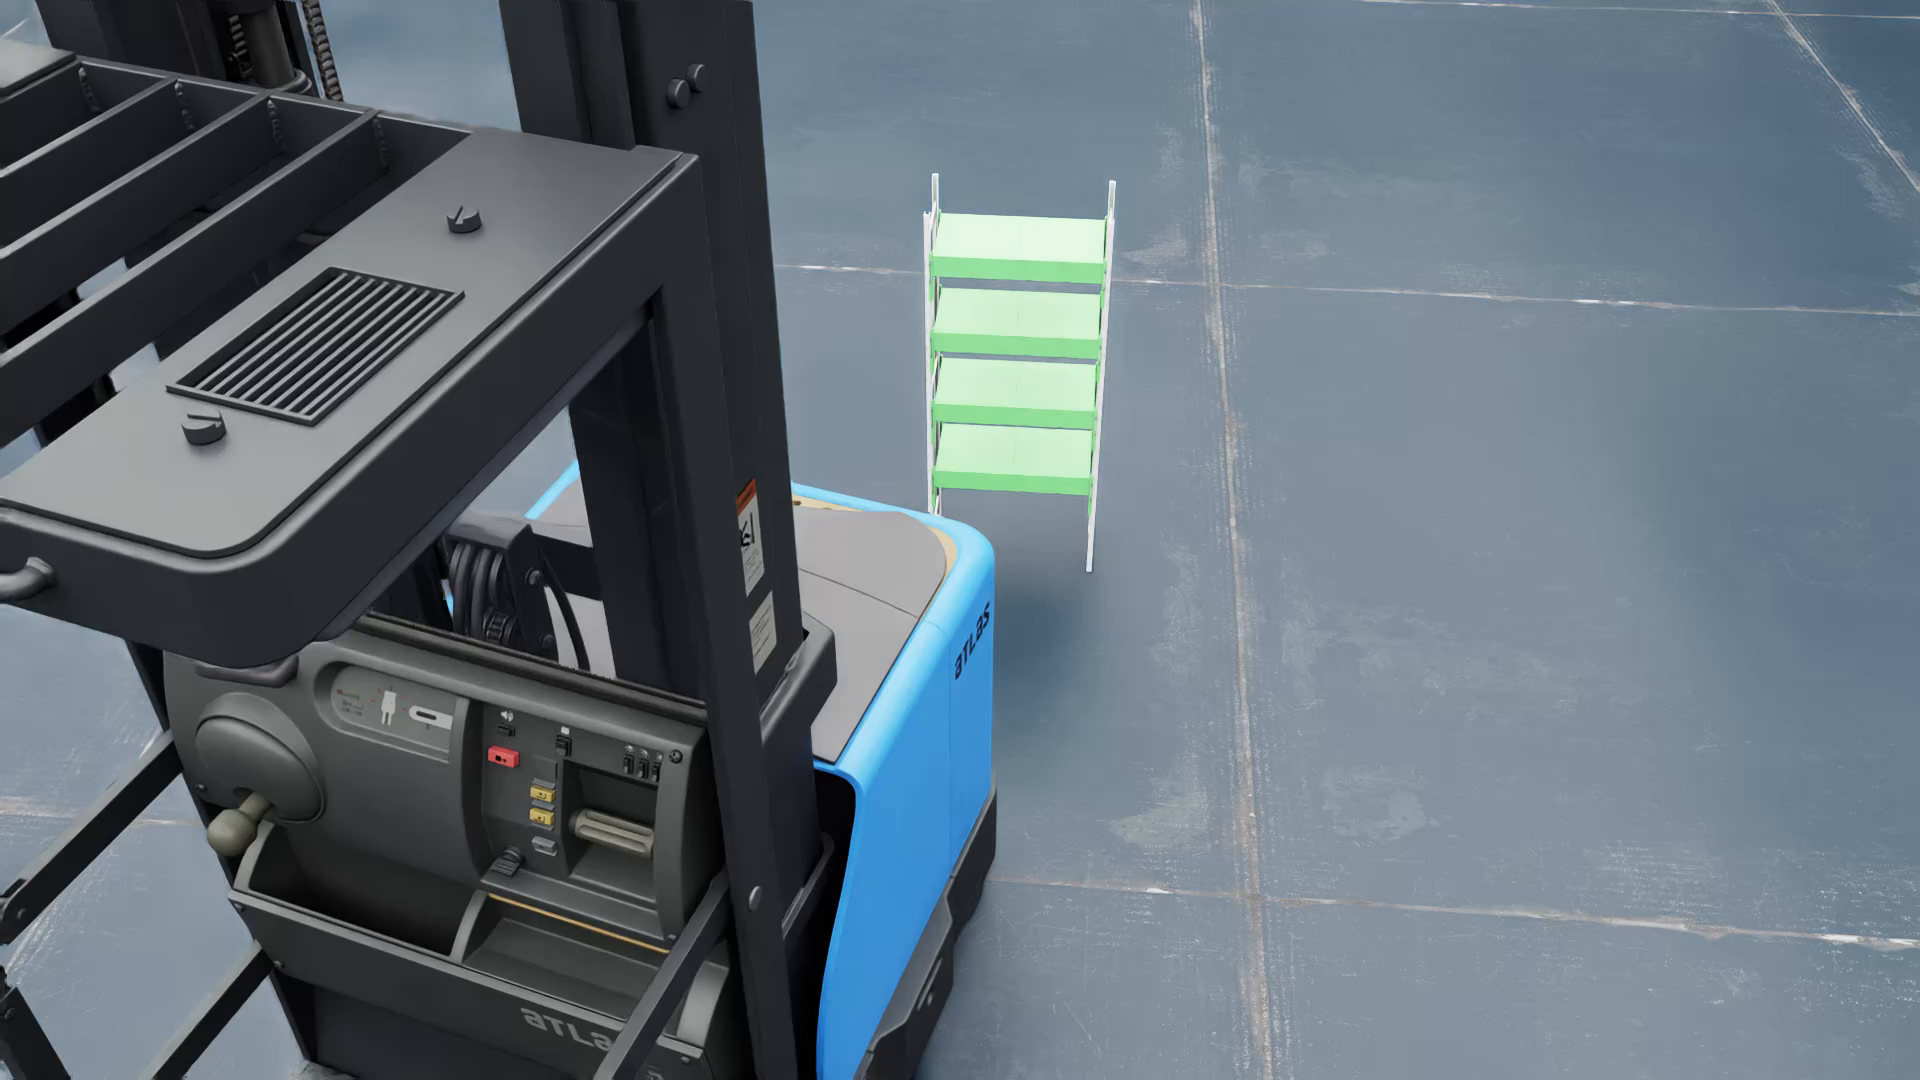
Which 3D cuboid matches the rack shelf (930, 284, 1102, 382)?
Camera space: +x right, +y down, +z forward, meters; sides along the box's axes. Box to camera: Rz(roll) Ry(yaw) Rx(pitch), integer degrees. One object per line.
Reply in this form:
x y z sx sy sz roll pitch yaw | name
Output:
0.165 -0.593 4.749 0.480 0.148 0.258 3 39 4 | rack shelf

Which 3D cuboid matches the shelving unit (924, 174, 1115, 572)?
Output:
0.165 -0.456 4.860 0.503 1.200 0.258 3 39 4 | shelving unit

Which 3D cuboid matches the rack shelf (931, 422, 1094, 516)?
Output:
0.165 -0.221 5.052 0.480 0.148 0.258 3 39 4 | rack shelf

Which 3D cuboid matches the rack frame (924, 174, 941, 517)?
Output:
-0.078 -0.470 4.876 0.015 1.200 0.240 3 39 4 | rack frame

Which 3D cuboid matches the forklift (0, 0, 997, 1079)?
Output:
-0.900 0.435 2.394 1.130 2.935 3.031 13 41 16 | forklift

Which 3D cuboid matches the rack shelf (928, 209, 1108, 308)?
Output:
0.165 -0.779 4.597 0.480 0.148 0.258 3 39 4 | rack shelf

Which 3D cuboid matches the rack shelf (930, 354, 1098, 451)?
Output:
0.165 -0.407 4.900 0.480 0.148 0.258 3 39 4 | rack shelf

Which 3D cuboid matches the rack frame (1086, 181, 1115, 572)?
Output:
0.408 -0.443 4.844 0.015 1.200 0.240 3 39 4 | rack frame
